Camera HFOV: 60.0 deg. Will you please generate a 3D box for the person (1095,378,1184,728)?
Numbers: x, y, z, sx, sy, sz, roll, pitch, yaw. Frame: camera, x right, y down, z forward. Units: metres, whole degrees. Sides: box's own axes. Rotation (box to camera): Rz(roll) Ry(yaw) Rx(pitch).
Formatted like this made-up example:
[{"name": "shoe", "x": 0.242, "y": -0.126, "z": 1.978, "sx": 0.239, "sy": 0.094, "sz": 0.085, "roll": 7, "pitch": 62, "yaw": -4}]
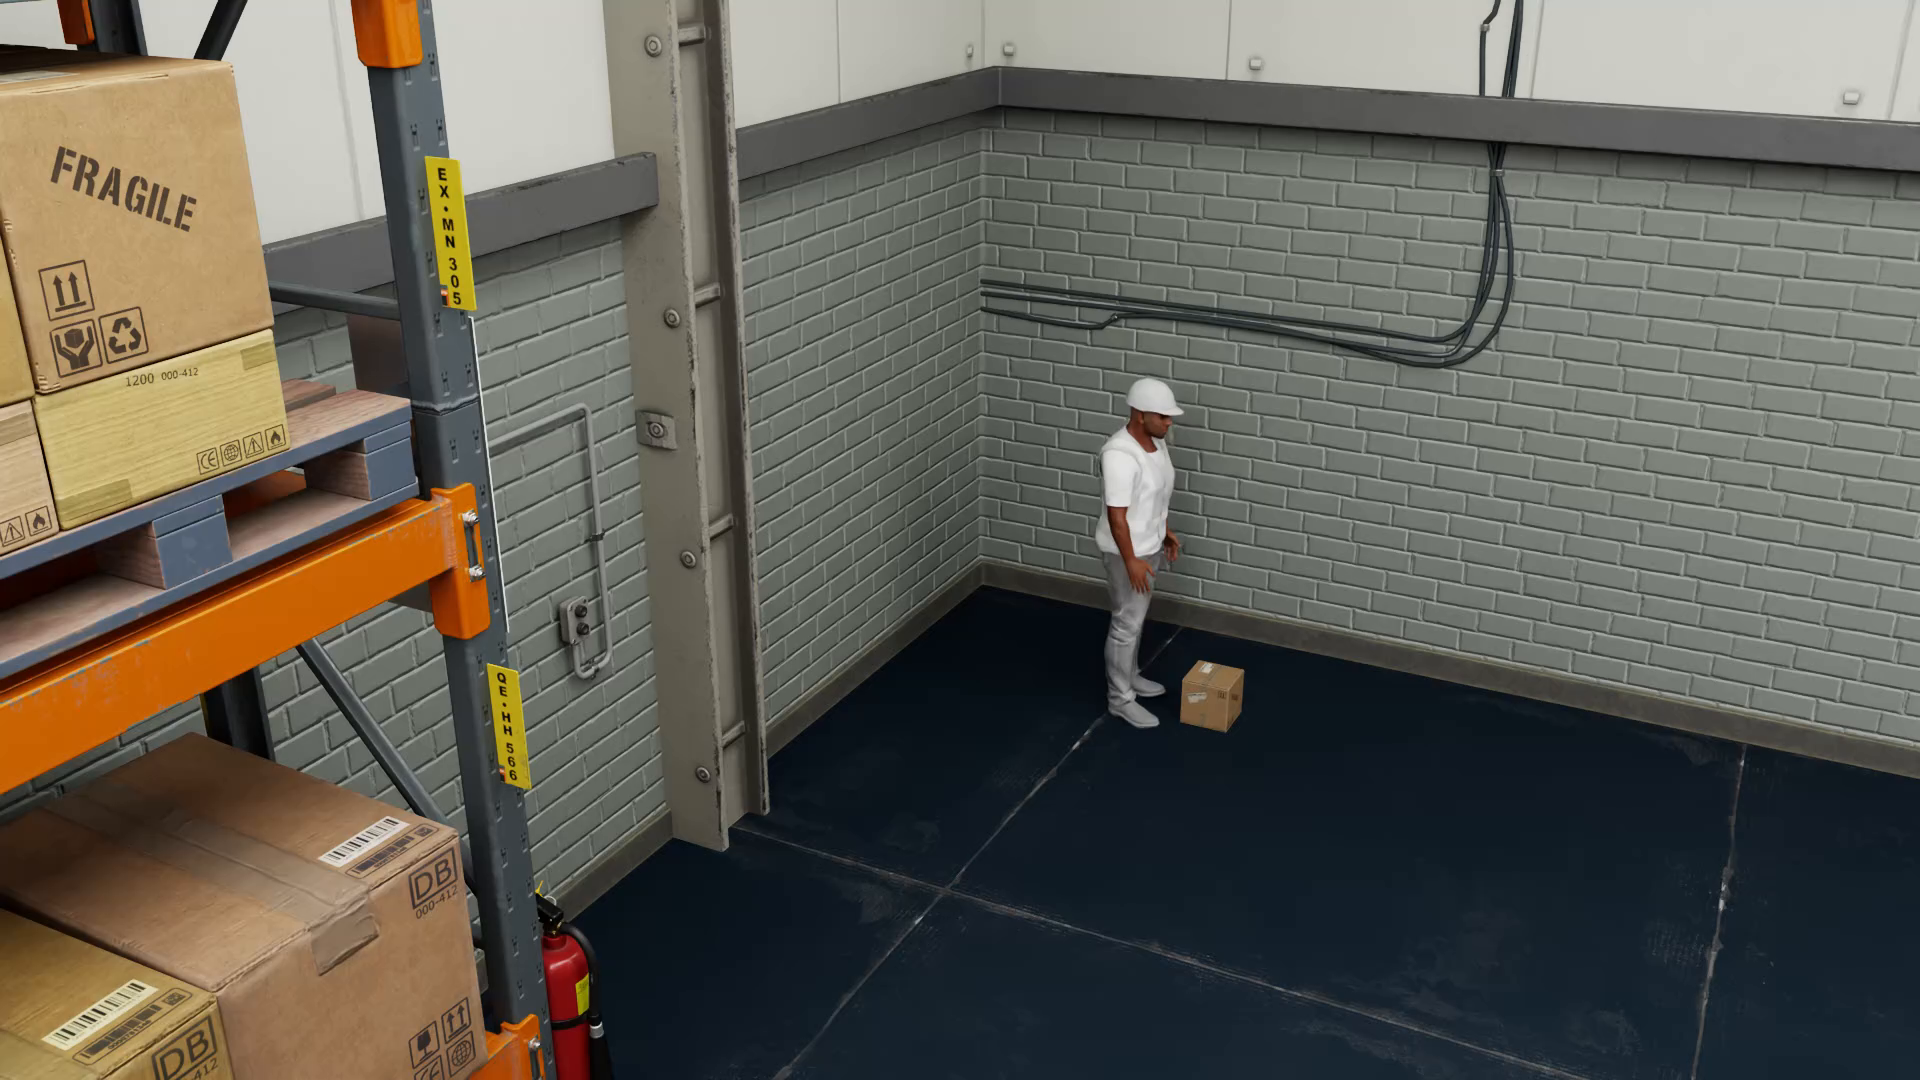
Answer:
[{"name": "person", "x": 0.924, "y": 0.033, "z": 8.469, "sx": 0.437, "sy": 1.777, "sz": 0.574, "roll": 11, "pitch": 25, "yaw": 25}]
